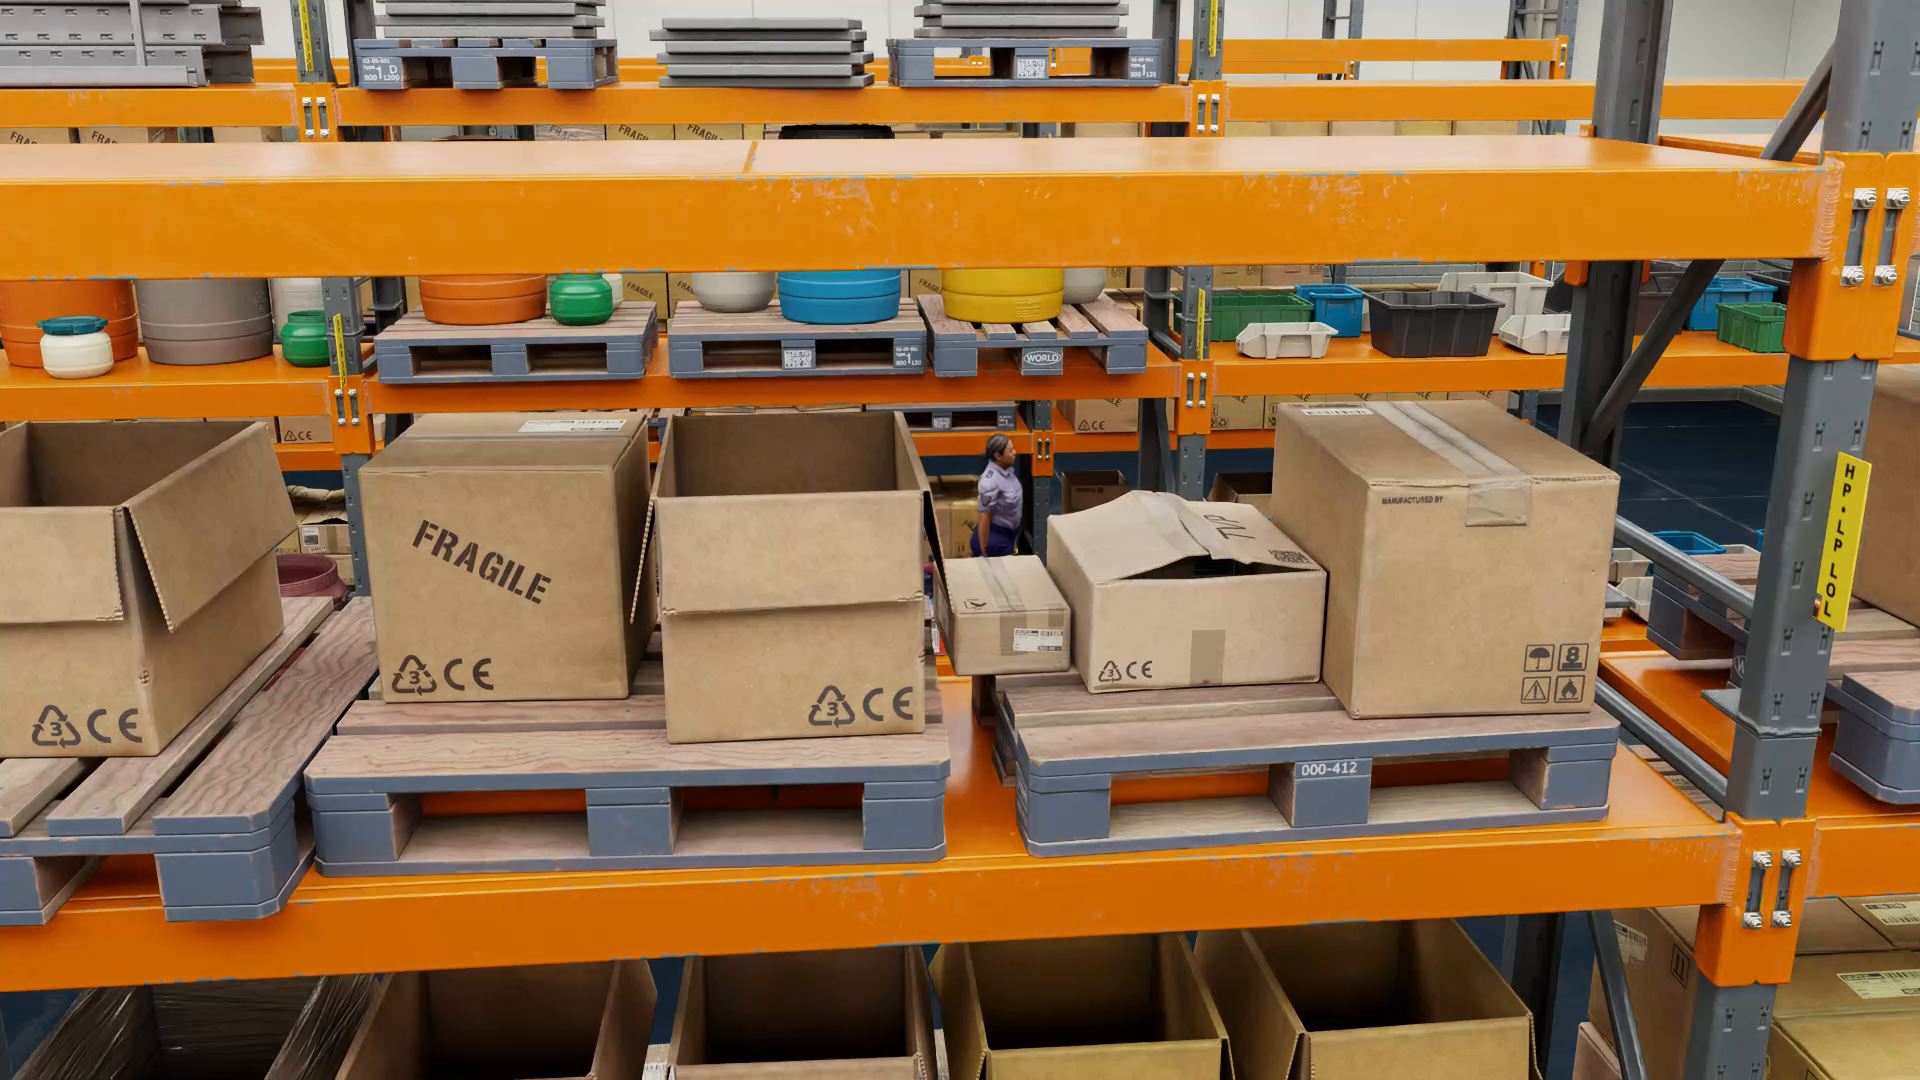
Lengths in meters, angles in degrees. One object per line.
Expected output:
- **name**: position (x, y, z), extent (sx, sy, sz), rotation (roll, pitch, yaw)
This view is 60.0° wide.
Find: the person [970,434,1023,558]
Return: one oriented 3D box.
- **person**: position (0.212, 0.006, 12.009), extent (0.800, 1.611, 0.484), rotation (4, 17, 12)
